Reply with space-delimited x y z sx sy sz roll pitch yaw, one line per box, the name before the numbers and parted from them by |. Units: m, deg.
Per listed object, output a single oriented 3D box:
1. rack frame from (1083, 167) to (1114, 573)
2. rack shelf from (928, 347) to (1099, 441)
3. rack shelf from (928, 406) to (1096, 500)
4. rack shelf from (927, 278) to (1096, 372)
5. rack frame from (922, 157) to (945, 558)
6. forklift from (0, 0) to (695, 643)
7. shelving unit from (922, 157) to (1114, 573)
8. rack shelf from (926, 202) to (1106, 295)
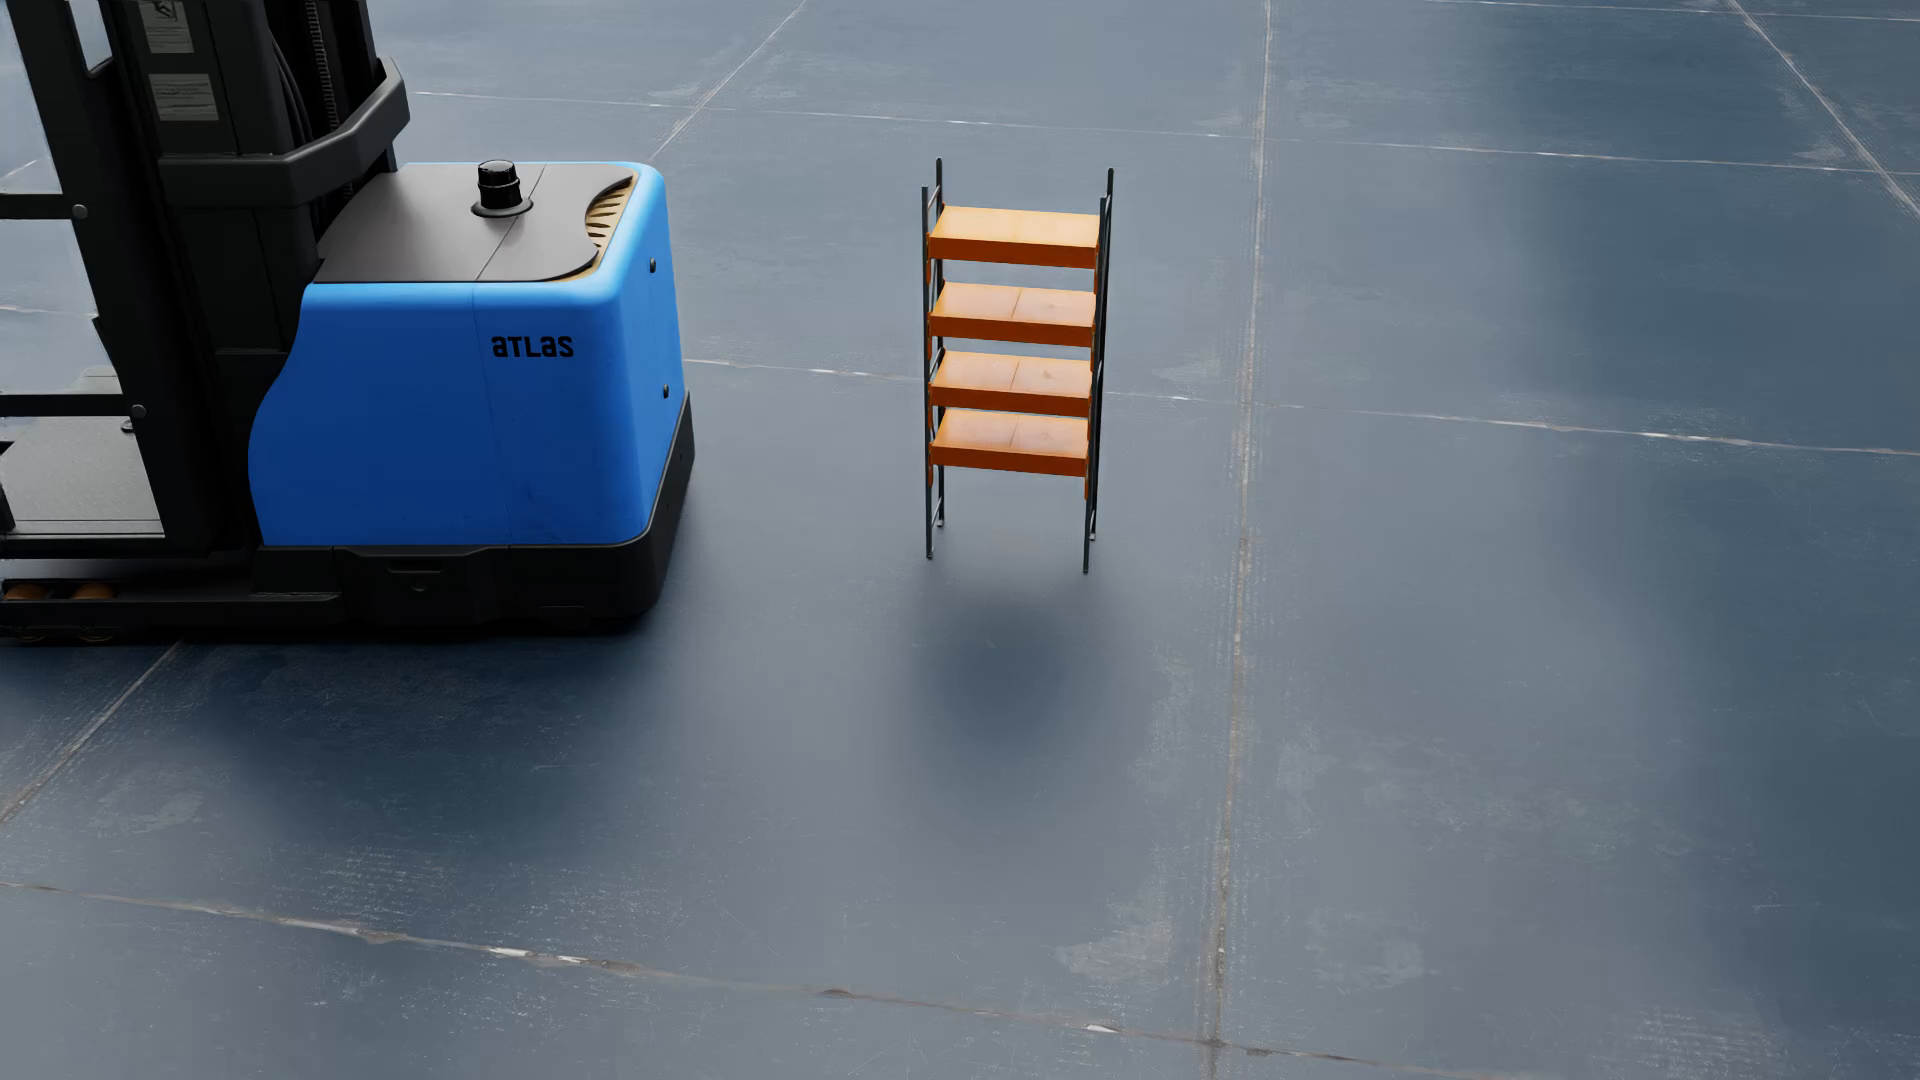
rack frame | 0.404 -0.472 4.873 0.015 1.200 0.240 5 32 8
rack shelf | 0.163 -0.437 4.944 0.480 0.148 0.258 5 32 8
rack shelf | 0.163 -0.268 5.049 0.480 0.148 0.258 5 32 8
rack shelf | 0.163 -0.626 4.825 0.480 0.148 0.258 5 32 8
rack frame | -0.077 -0.516 4.943 0.015 1.200 0.240 5 32 8
forklift | -2.397 -1.231 4.454 3.031 2.935 1.130 0 32 0
shelving unit | 0.163 -0.494 4.908 0.503 1.200 0.258 5 32 8
rack shelf | 0.163 -0.827 4.700 0.480 0.148 0.258 5 32 8
